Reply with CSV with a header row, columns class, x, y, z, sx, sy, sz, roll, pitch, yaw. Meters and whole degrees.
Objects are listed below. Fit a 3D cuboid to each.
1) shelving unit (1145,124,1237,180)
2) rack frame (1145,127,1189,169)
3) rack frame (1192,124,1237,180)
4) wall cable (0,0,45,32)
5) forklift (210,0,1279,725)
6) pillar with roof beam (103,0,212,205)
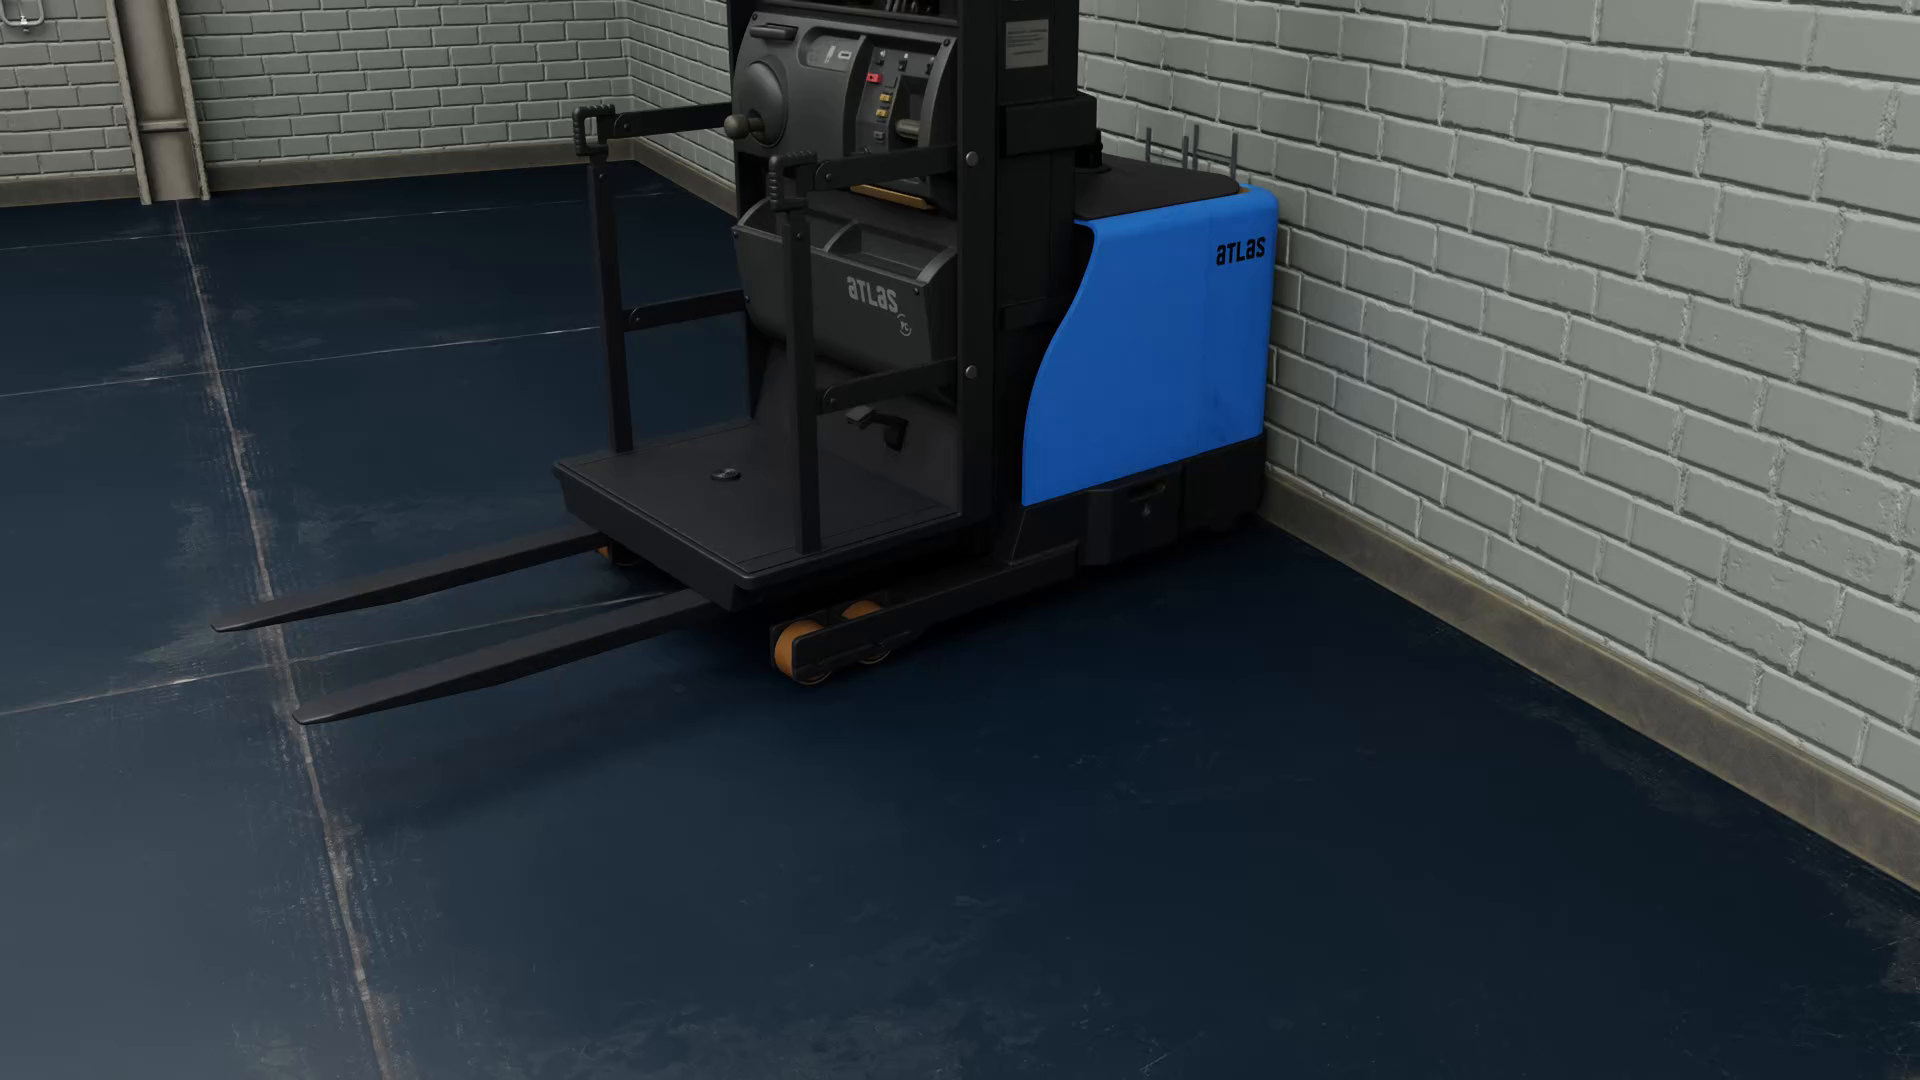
class,x,y,z,sx,sy,sz,roll,pitch,yaw
shelving unit,0.736,-0.751,5.530,0.189,1.200,0.258,-10,24,-24
rack frame,0.654,-0.737,5.493,0.006,1.200,0.240,-10,24,-24
rack frame,0.819,-0.765,5.568,0.006,1.200,0.240,-10,24,-24
wall cable,-6.238,-3.796,9.171,1.851,1.984,0.084,-10,25,-24
forklift,-0.491,-1.204,4.326,3.031,2.935,1.130,-17,28,-35
pillar with roof beam,-3.056,-4.823,5.135,0.400,9.000,9.100,-10,25,-24
